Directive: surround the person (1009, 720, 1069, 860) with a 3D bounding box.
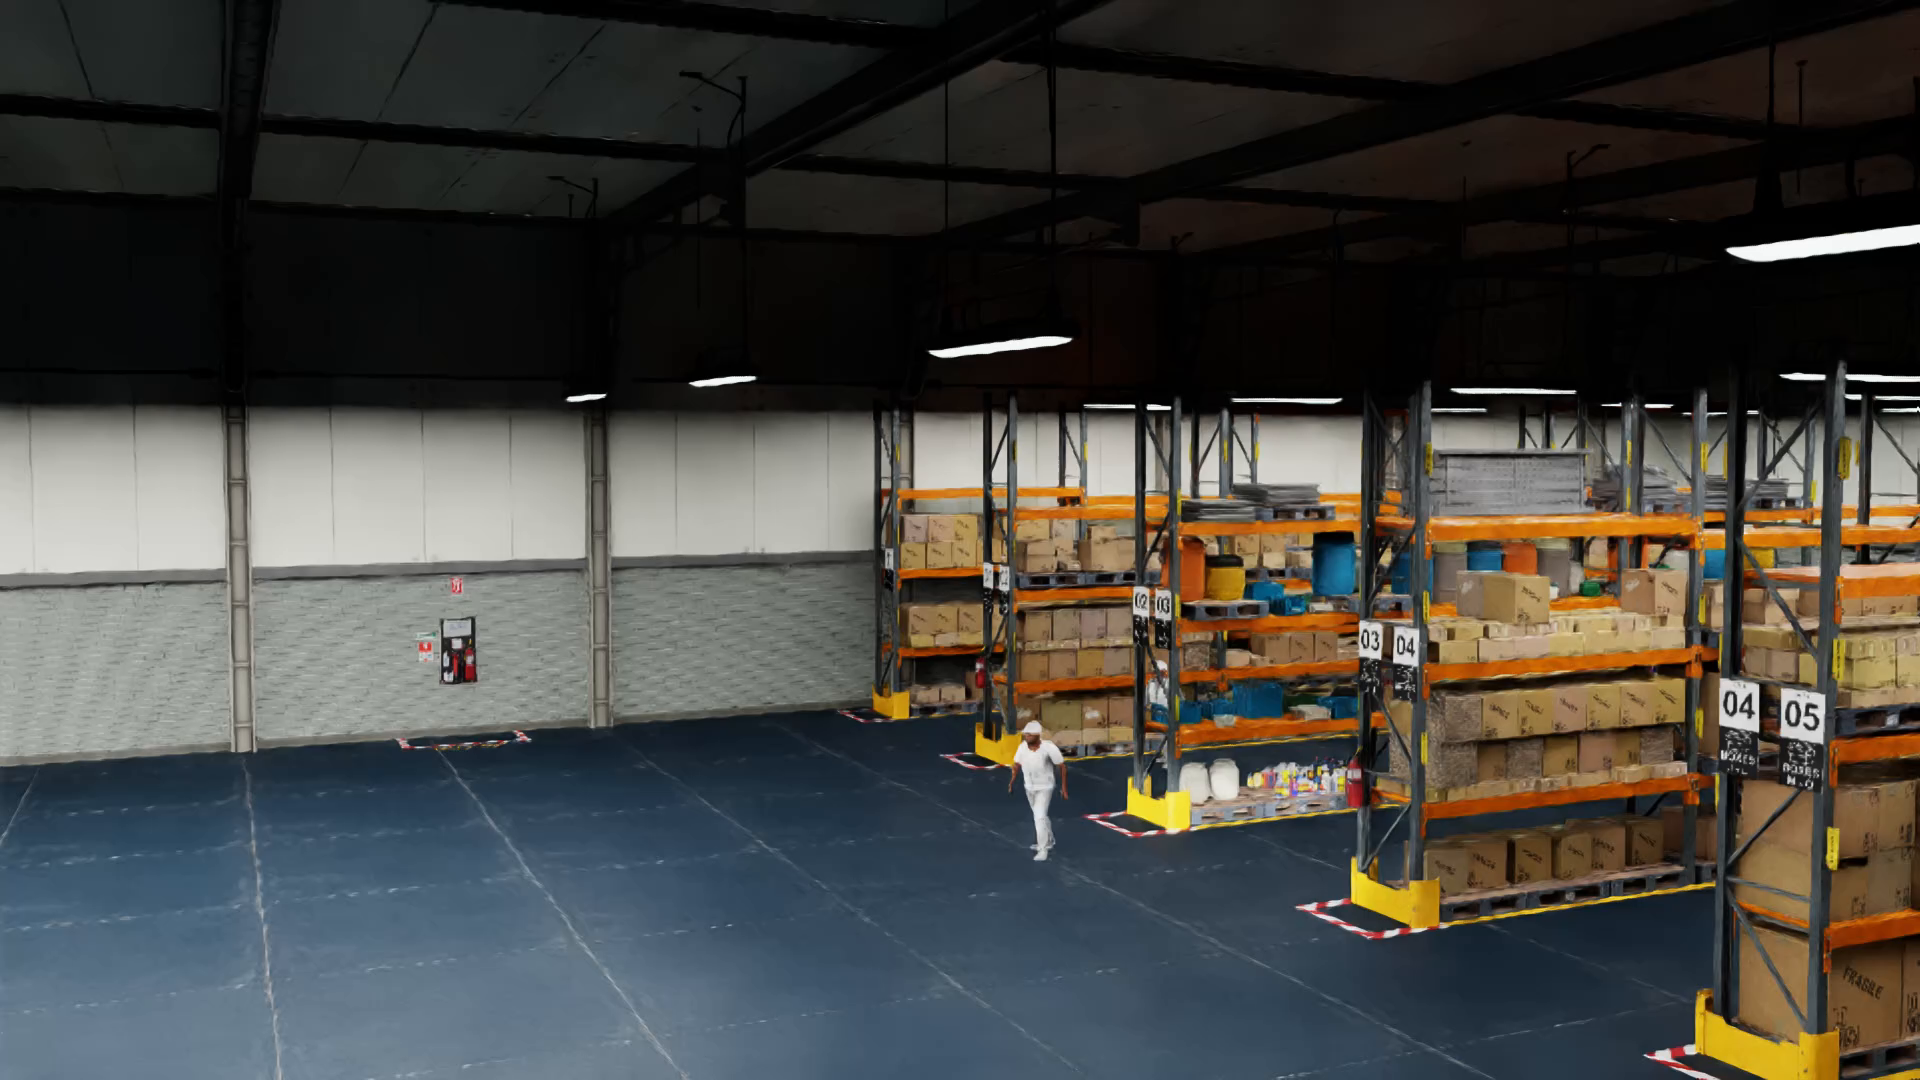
[{"bbox_3d":[0.989,3.093,20.798,0.780,1.705,0.702,-3,5,-45],"label":"person"}]

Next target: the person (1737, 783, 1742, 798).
[{"bbox_3d":[11.335,2.865,24.123,0.444,1.786,0.598,3,4,40],"label":"person"}]

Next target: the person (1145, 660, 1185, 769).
[{"bbox_3d":[3.258,2.756,26.540,0.780,1.717,0.676,-3,5,-45],"label":"person"}]
